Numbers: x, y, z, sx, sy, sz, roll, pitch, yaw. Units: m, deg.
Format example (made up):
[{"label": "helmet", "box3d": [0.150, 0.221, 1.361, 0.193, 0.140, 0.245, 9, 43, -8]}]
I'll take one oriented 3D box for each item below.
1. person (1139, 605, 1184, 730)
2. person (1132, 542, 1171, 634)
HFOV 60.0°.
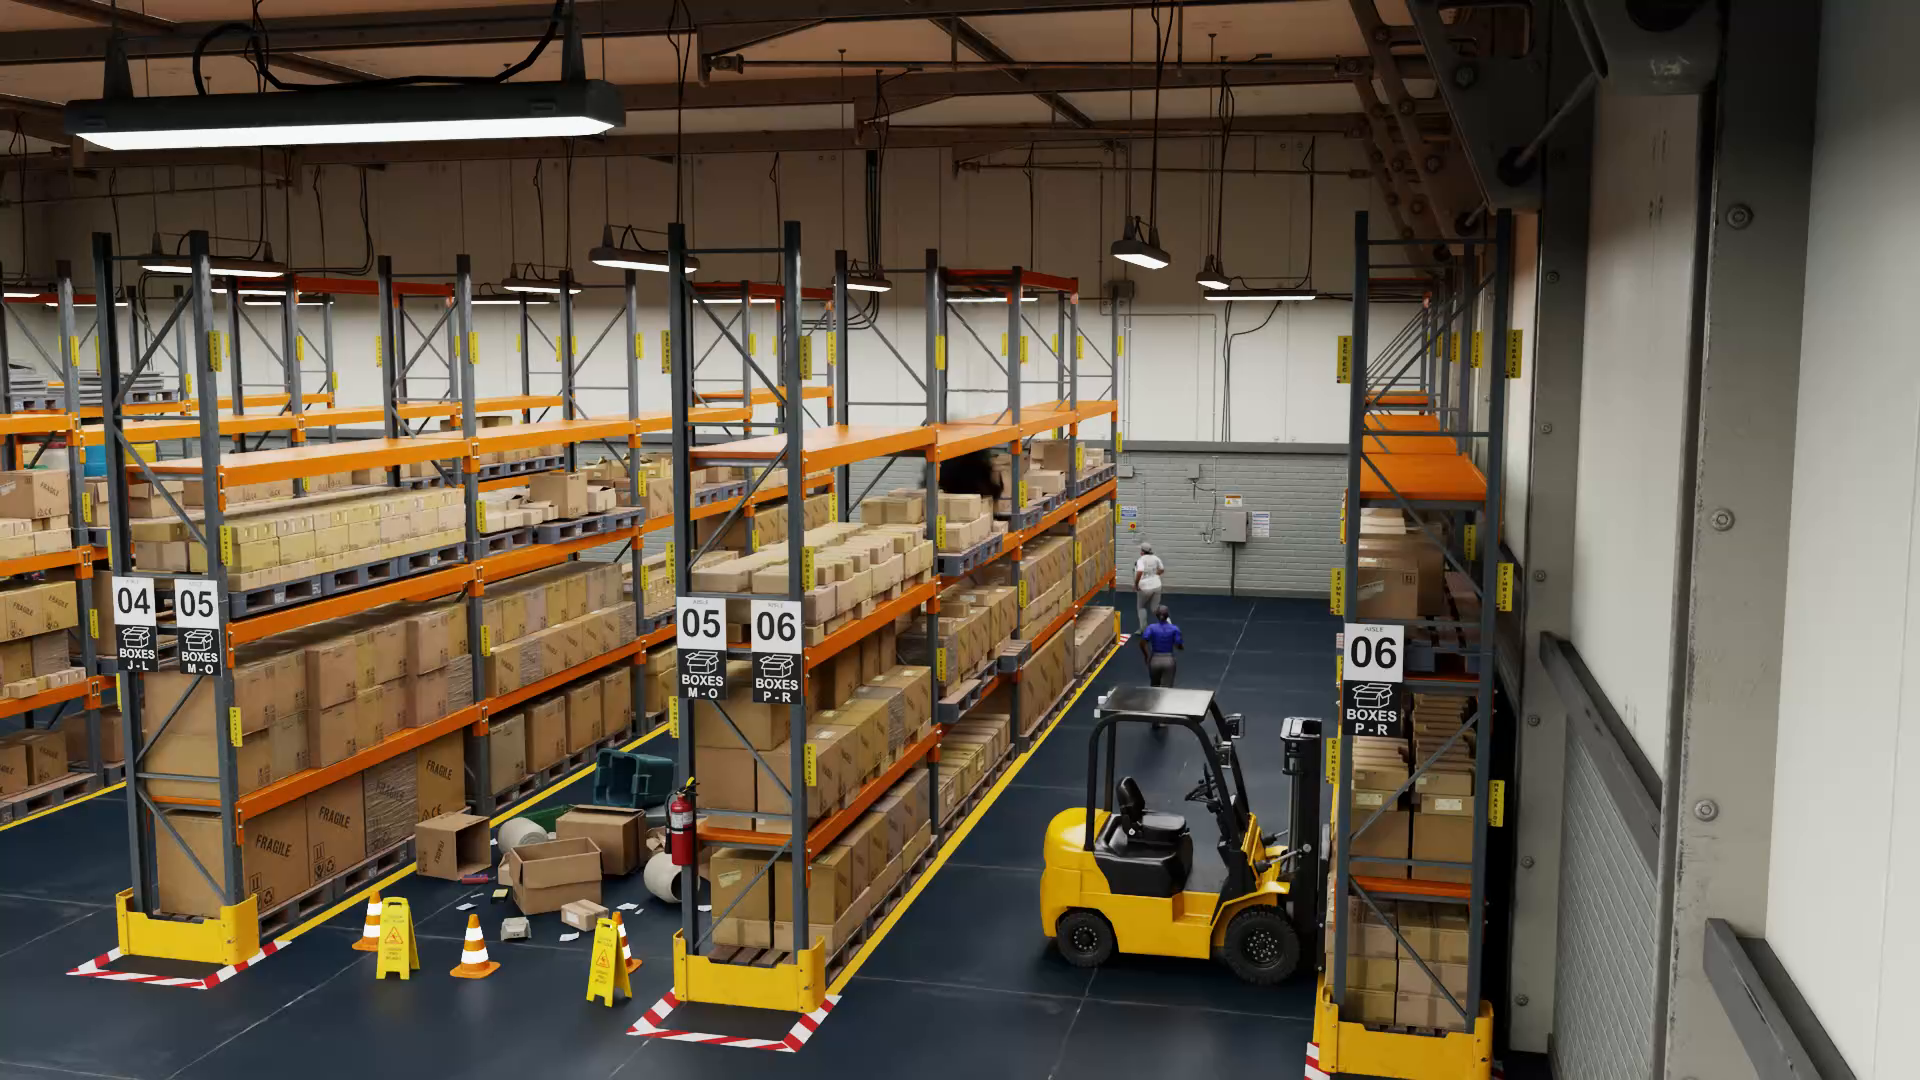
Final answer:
[{"label": "person", "box3d": [2.641, 1.685, 21.760, 0.564, 1.700, 0.756, 1, 7, 12]}, {"label": "person", "box3d": [3.237, 0.858, 28.697, 0.656, 1.654, 0.784, -4, 8, -32]}]
